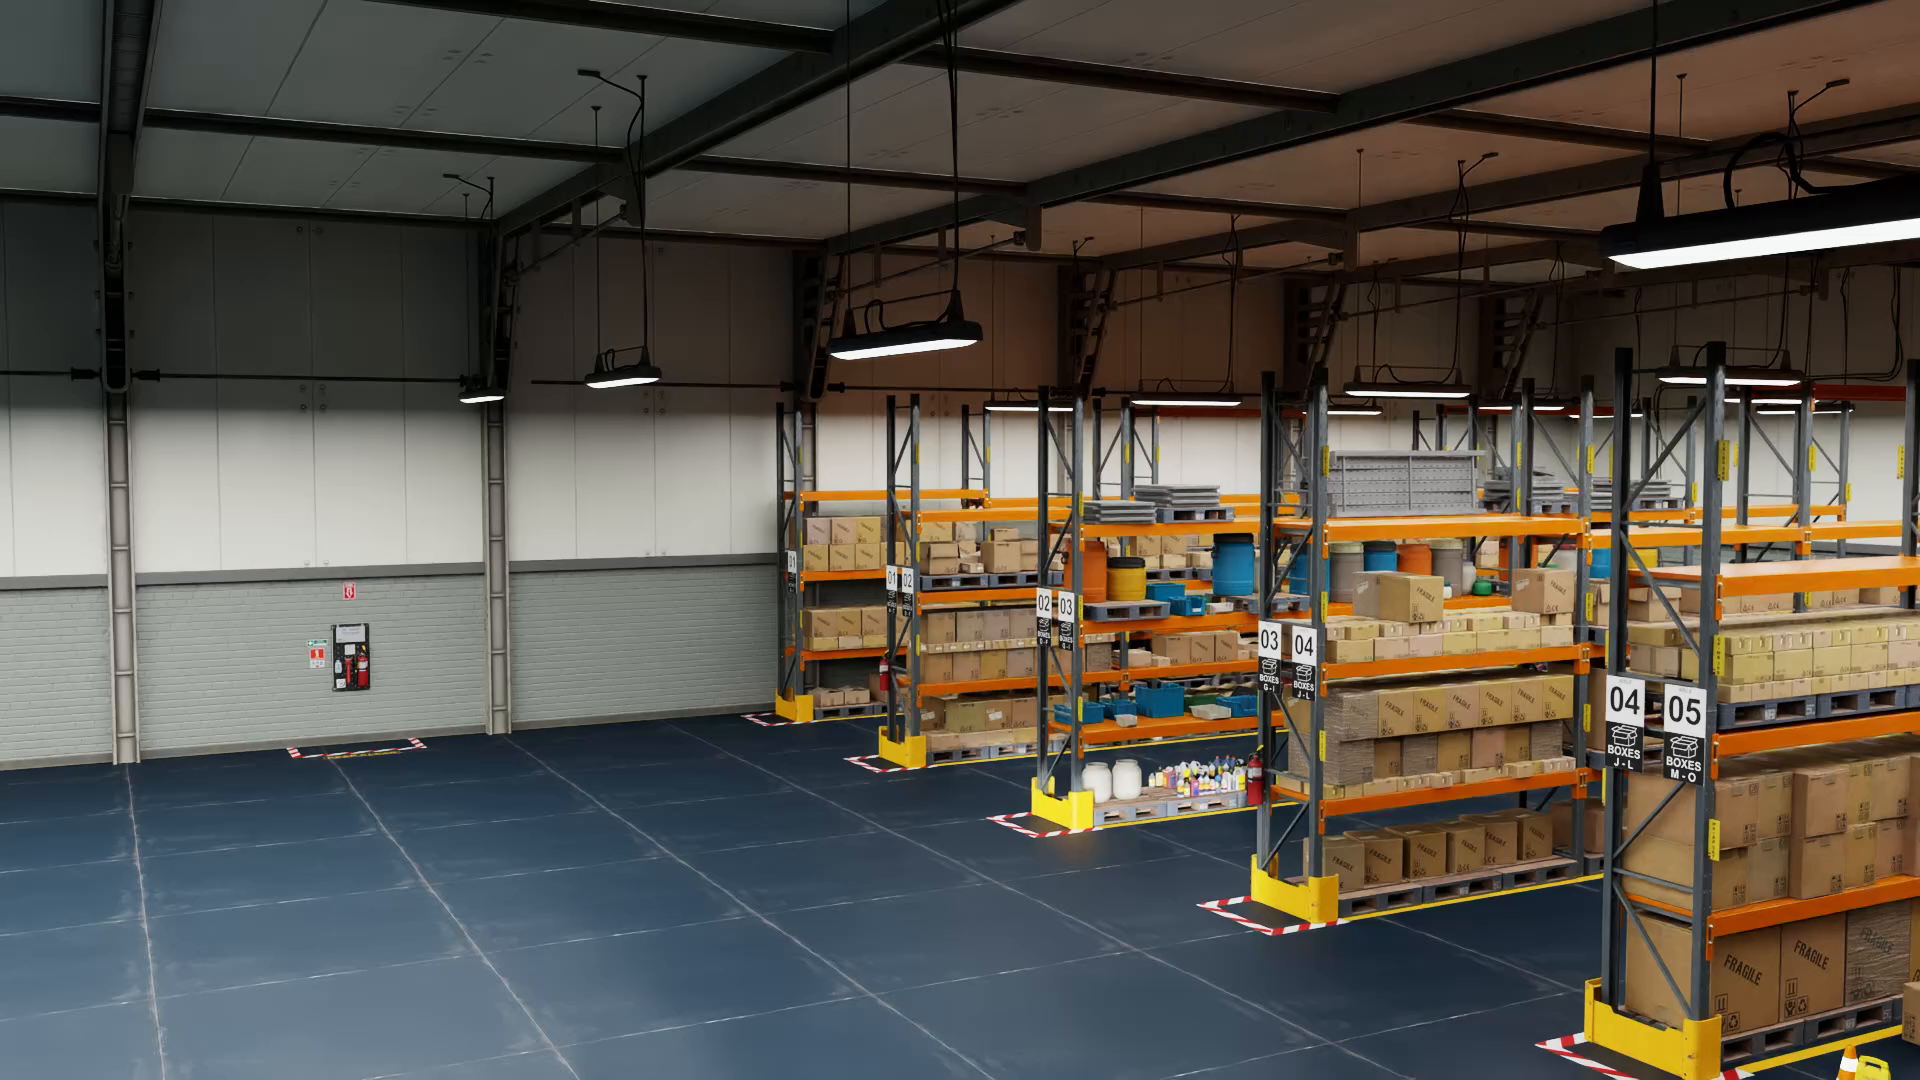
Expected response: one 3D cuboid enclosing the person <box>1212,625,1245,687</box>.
[{"bbox_3d":[5.473,2.389,34.153,1.022,1.624,0.504,-2,4,-37],"label":"person"}]
